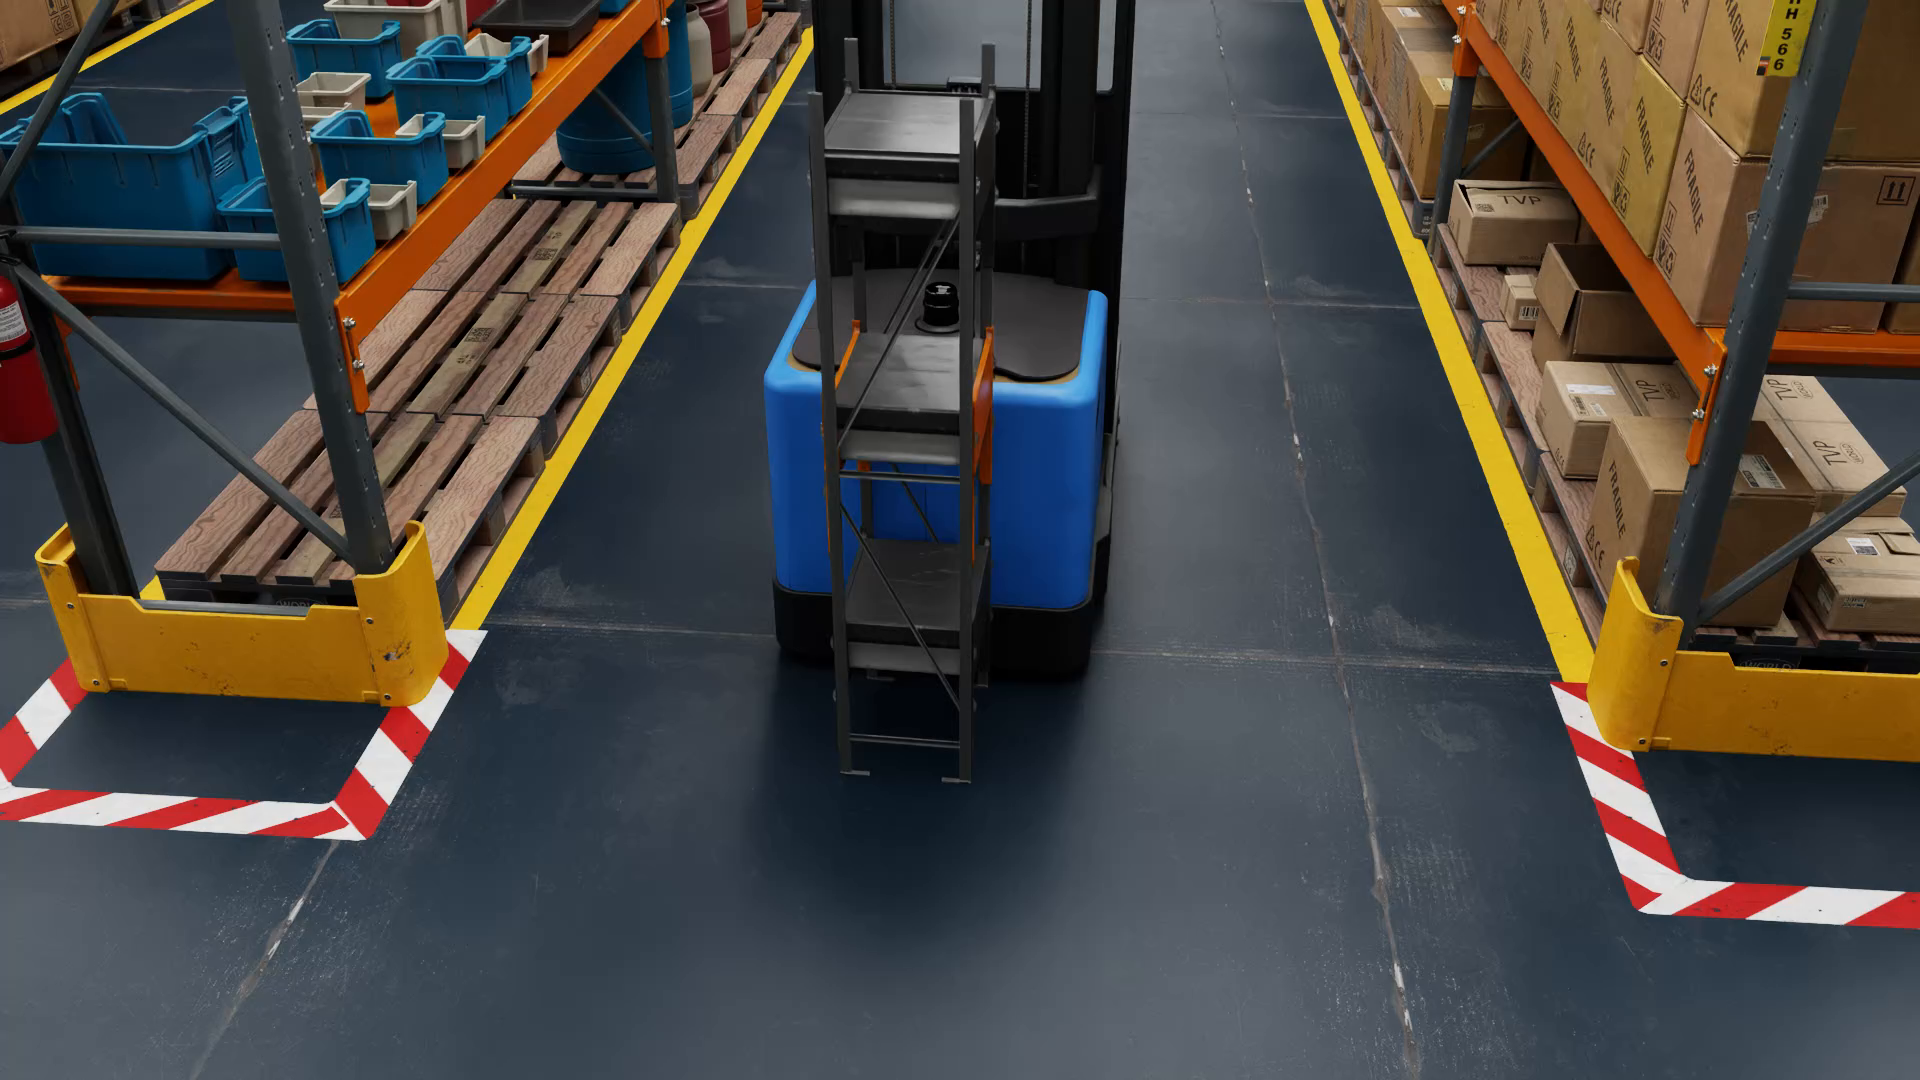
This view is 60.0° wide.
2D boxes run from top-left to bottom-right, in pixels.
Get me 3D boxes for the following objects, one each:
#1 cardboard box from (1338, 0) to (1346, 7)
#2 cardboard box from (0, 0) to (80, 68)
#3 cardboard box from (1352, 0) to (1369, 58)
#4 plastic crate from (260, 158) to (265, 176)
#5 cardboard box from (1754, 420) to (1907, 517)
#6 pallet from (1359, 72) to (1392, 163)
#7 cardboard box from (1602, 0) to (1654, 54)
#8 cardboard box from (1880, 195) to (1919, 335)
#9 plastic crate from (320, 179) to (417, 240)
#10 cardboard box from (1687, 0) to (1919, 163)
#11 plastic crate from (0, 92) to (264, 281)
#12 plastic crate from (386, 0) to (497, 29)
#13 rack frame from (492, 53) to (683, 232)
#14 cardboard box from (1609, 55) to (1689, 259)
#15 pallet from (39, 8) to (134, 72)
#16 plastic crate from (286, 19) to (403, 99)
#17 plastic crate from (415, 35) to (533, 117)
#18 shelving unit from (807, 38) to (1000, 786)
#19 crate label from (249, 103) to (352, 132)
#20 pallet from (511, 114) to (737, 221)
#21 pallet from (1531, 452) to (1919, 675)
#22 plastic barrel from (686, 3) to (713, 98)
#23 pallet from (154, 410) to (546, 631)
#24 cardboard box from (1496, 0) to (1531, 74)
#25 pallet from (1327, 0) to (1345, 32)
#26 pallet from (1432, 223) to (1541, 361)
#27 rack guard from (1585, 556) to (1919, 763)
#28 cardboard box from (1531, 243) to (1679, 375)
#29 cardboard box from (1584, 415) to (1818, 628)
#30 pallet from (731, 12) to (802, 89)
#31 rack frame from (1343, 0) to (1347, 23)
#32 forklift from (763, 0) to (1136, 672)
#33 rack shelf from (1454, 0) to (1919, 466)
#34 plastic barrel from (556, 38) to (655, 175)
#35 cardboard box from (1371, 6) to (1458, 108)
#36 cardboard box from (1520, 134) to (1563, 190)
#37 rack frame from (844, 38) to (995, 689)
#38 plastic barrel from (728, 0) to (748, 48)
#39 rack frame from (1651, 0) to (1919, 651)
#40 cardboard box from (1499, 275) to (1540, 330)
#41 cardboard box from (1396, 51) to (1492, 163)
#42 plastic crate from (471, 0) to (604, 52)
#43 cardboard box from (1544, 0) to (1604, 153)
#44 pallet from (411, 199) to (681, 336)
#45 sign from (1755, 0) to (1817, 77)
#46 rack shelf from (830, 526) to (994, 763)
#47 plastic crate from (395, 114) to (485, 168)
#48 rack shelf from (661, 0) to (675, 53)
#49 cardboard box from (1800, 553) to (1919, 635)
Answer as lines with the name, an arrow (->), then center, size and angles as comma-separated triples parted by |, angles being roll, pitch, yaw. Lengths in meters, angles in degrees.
cardboard box -> 3.061, -4.125, 12.305 | 0.500, 0.250, 0.500 | 3, 32, 5
cardboard box -> -6.769, -3.705, 11.027 | 1.225, 0.875, 0.875 | 3, 32, 4
cardboard box -> 2.903, -3.454, 10.959 | 0.500, 0.500, 0.500 | 1, 32, 2
plastic crate -> -2.441, -1.209, 5.546 | 0.396, 0.136, 0.243 | 2, 32, 4
cardboard box -> 2.978, -0.198, 5.914 | 0.500, 0.250, 0.500 | 2, 32, 4
pallet -> 3.061, -2.619, 10.298 | 1.003, 0.211, 1.213 | 2, 32, 4
cardboard box -> 2.450, -1.896, 5.419 | 0.500, 0.500, 0.500 | 3, 32, 5
cardboard box -> 2.909, -0.911, 4.774 | 0.500, 0.500, 0.500 | 3, 32, 5
plastic crate -> -1.870, -1.054, 5.295 | 0.250, 0.136, 0.298 | 2, 32, 4
cardboard box -> 2.372, -1.361, 4.550 | 0.500, 0.500, 0.500 | 2, 32, 4
plastic crate -> -2.485, -1.085, 5.061 | 0.616, 0.435, 0.499 | 2, 32, 4
plastic crate -> -2.324, -2.550, 7.410 | 0.402, 0.464, 0.583 | 2, 32, 4
rack frame -> -2.001, -2.953, 8.183 | 1.000, 3.000, 0.127 | 2, 32, 4
cardboard box -> 2.414, -1.208, 5.255 | 0.500, 0.500, 0.500 | 3, 32, 4
pallet -> -6.751, -3.660, 11.988 | 1.003, 0.211, 1.213 | 2, 32, 4
plastic crate -> -2.415, -1.900, 6.577 | 0.416, 0.233, 0.300 | 2, 32, 4
plastic crate -> -1.847, -1.776, 6.375 | 0.416, 0.233, 0.300 | 2, 32, 4
shelving unit -> -0.136, -0.293, 4.724 | 0.431, 2.100, 0.503 | 4, 32, 6
crate label -> -2.404, -1.506, 6.029 | 0.396, 0.136, 0.243 | 2, 32, 4
pallet -> -1.896, -2.168, 9.566 | 1.003, 0.211, 1.213 | 2, 32, 4
pallet -> 2.680, 0.083, 5.915 | 1.003, 0.211, 1.213 | 2, 32, 4
plastic barrel -> -1.747, -3.018, 10.259 | 0.421, 0.512, 0.421 | 0, 32, 0
pallet -> -2.221, -0.104, 6.217 | 1.003, 0.211, 1.213 | 2, 32, 4
cardboard box -> 2.584, -2.259, 6.962 | 0.500, 0.500, 0.500 | 3, 32, 5
pallet -> 3.367, -4.073, 12.657 | 1.003, 0.211, 1.213 | 2, 32, 4
pallet -> 2.879, -1.193, 7.985 | 1.003, 0.211, 1.213 | 2, 32, 4
rack guard -> 2.616, 0.377, 5.162 | 1.175, 0.500, 0.348 | 2, 32, 4
cardboard box -> 2.788, -0.881, 6.781 | 0.797, 0.503, 0.637 | 2, 32, 4
cardboard box -> 2.409, -0.066, 5.461 | 0.500, 0.500, 0.500 | 2, 32, 4
pallet -> -1.698, -3.443, 11.636 | 1.003, 0.211, 1.213 | 2, 32, 4
rack frame -> 3.261, -4.831, 11.230 | 1.000, 3.000, 0.127 | 2, 32, 4
forklift -> 0.075, -1.572, 6.007 | 1.130, 2.935, 3.031 | 4, 32, 6
rack shelf -> 2.773, -1.387, 6.328 | 1.077, 0.370, 4.000 | 2, 32, 4
plastic barrel -> -1.940, -2.522, 9.083 | 0.600, 0.901, 0.708 | 2, 32, 4
cardboard box -> 2.819, -2.919, 10.091 | 0.500, 0.500, 0.500 | 1, 32, 2
cardboard box -> 3.218, -2.105, 8.770 | 0.500, 0.500, 0.500 | 1, 32, 2
rack frame -> -0.107, -0.420, 4.930 | 0.400, 2.100, 0.015 | 4, 32, 6
plastic barrel -> -1.655, -3.609, 11.217 | 0.421, 0.512, 0.421 | 0, 32, 0
rack frame -> 2.610, -0.648, 4.442 | 1.000, 3.000, 0.127 | 2, 32, 4
cardboard box -> 2.626, -1.058, 7.388 | 0.380, 0.166, 0.250 | 2, 32, 4
cardboard box -> 2.739, -2.391, 9.234 | 0.500, 0.500, 0.500 | 3, 32, 4
plastic crate -> -1.824, -2.265, 7.271 | 0.437, 0.125, 0.590 | 2, 32, 4
cardboard box -> 2.501, -1.732, 6.106 | 0.500, 0.500, 0.500 | 2, 32, 3
pallet -> -2.022, -1.380, 8.288 | 1.003, 0.211, 1.213 | 2, 32, 4
sign -> 2.059, -1.309, 4.111 | 0.100, 0.325, 0.005 | 2, 32, 4
rack shelf -> -0.136, 0.314, 5.099 | 0.431, 0.518, 0.480 | 4, 32, 6
plastic crate -> -1.814, -1.409, 5.871 | 0.250, 0.136, 0.298 | 2, 32, 4
rack shelf -> -1.838, -3.692, 10.068 | 1.077, 0.370, 4.000 | 2, 32, 4
cardboard box -> 2.987, 0.174, 5.406 | 0.380, 0.149, 0.250 | 2, 32, 4
